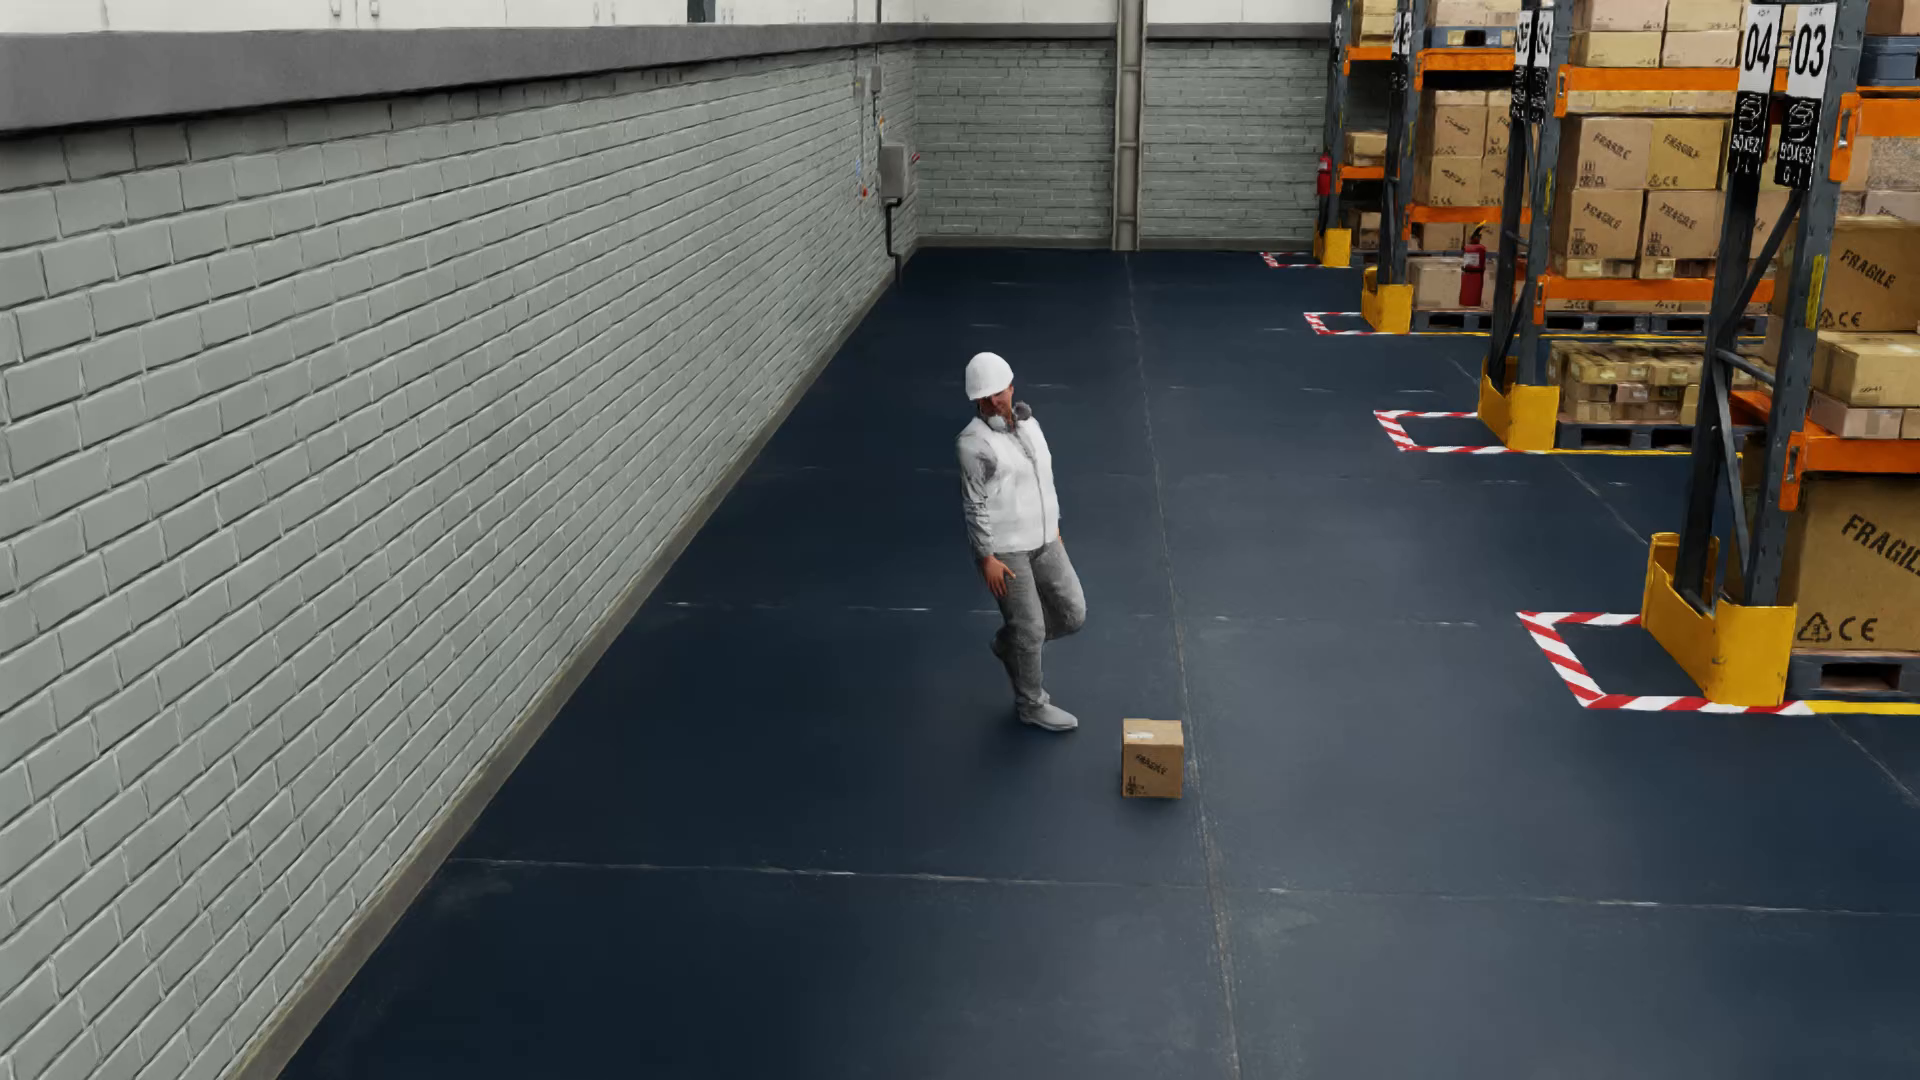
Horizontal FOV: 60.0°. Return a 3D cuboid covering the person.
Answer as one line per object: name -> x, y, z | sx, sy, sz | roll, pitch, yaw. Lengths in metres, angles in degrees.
person -> 0.267, 0.018, 7.492 | 0.555, 1.745, 0.580 | 13, 22, 37
